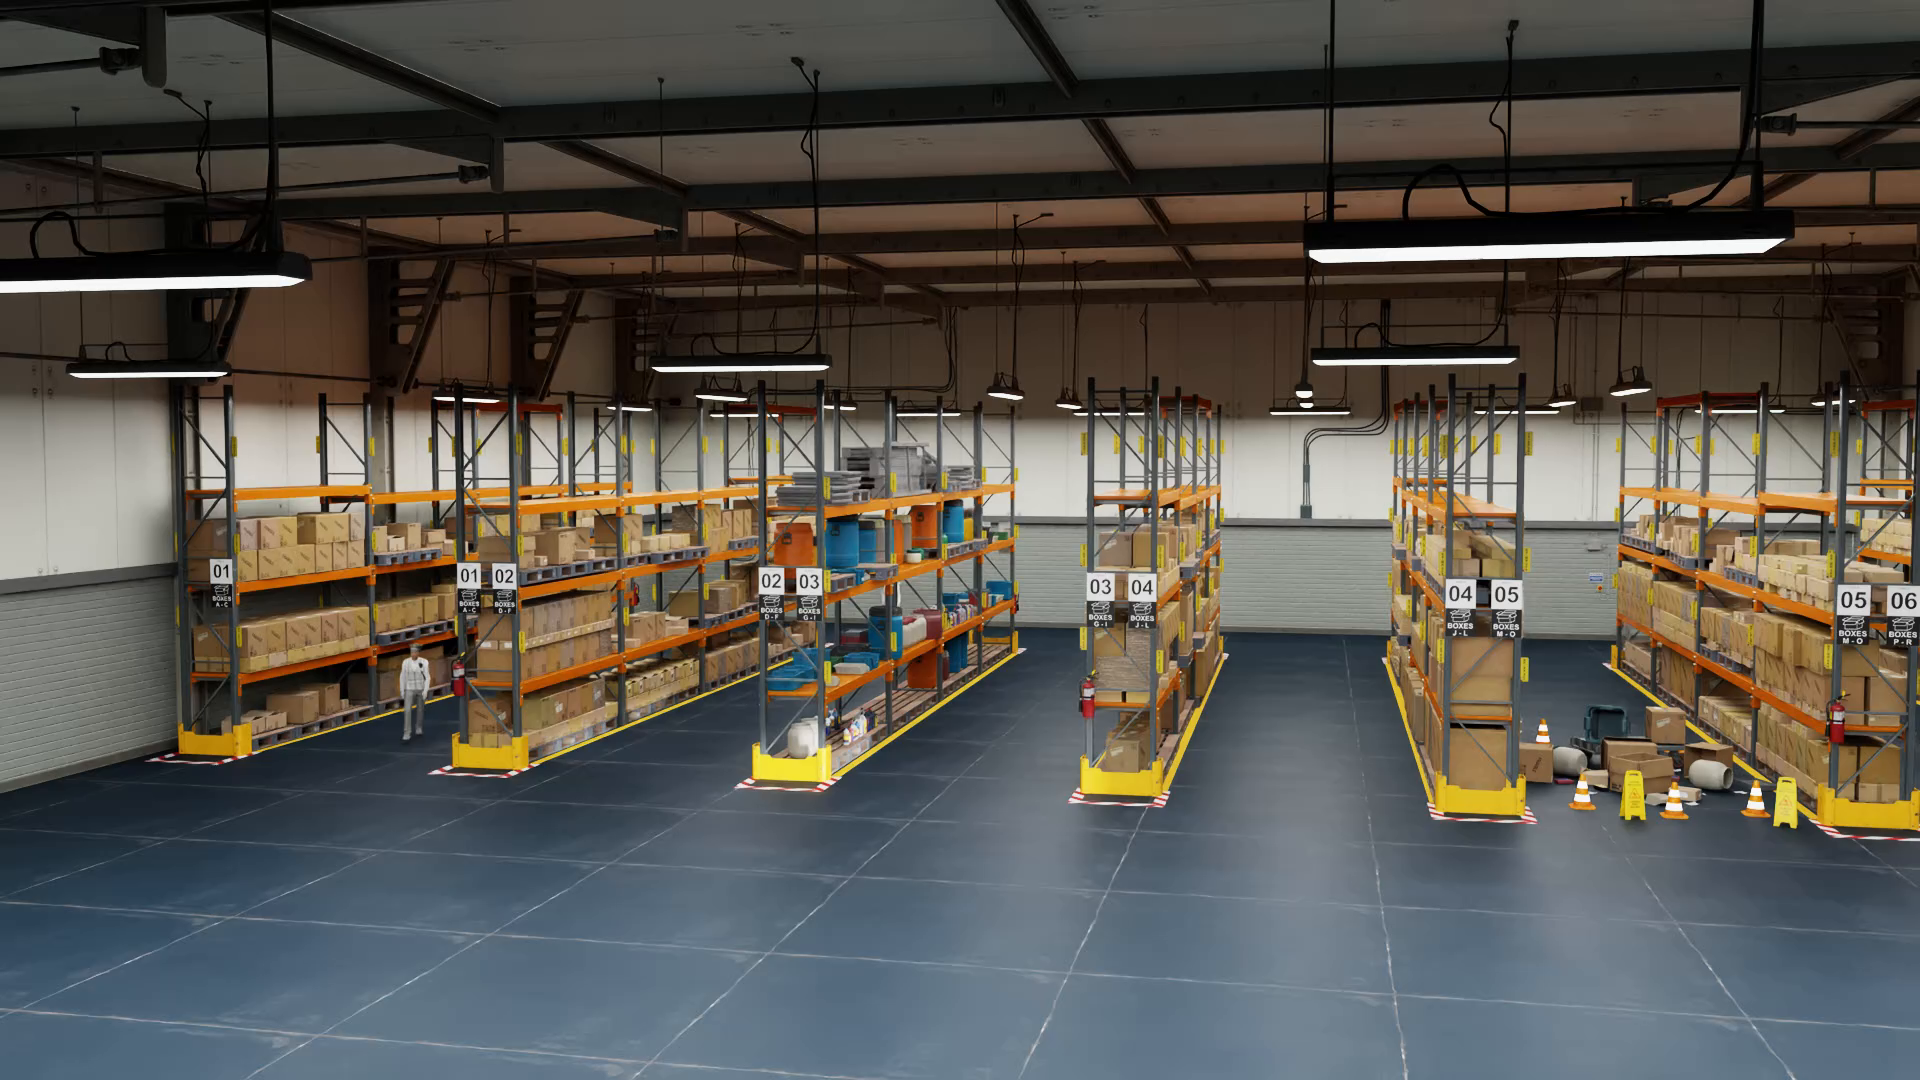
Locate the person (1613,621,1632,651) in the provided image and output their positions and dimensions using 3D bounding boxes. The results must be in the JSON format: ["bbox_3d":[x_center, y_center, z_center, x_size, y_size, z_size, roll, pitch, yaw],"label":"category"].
[{"bbox_3d":[15.980,1.966,39.963,0.463,1.620,0.440,0,3,-7],"label":"person"}]

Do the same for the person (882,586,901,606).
[{"bbox_3d":[-1.845,1.688,44.303,0.541,1.622,1.034,1,3,9],"label":"person"}]

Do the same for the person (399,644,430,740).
[{"bbox_3d":[-9.320,2.574,28.448,0.505,1.616,0.988,-1,3,-21],"label":"person"}]
